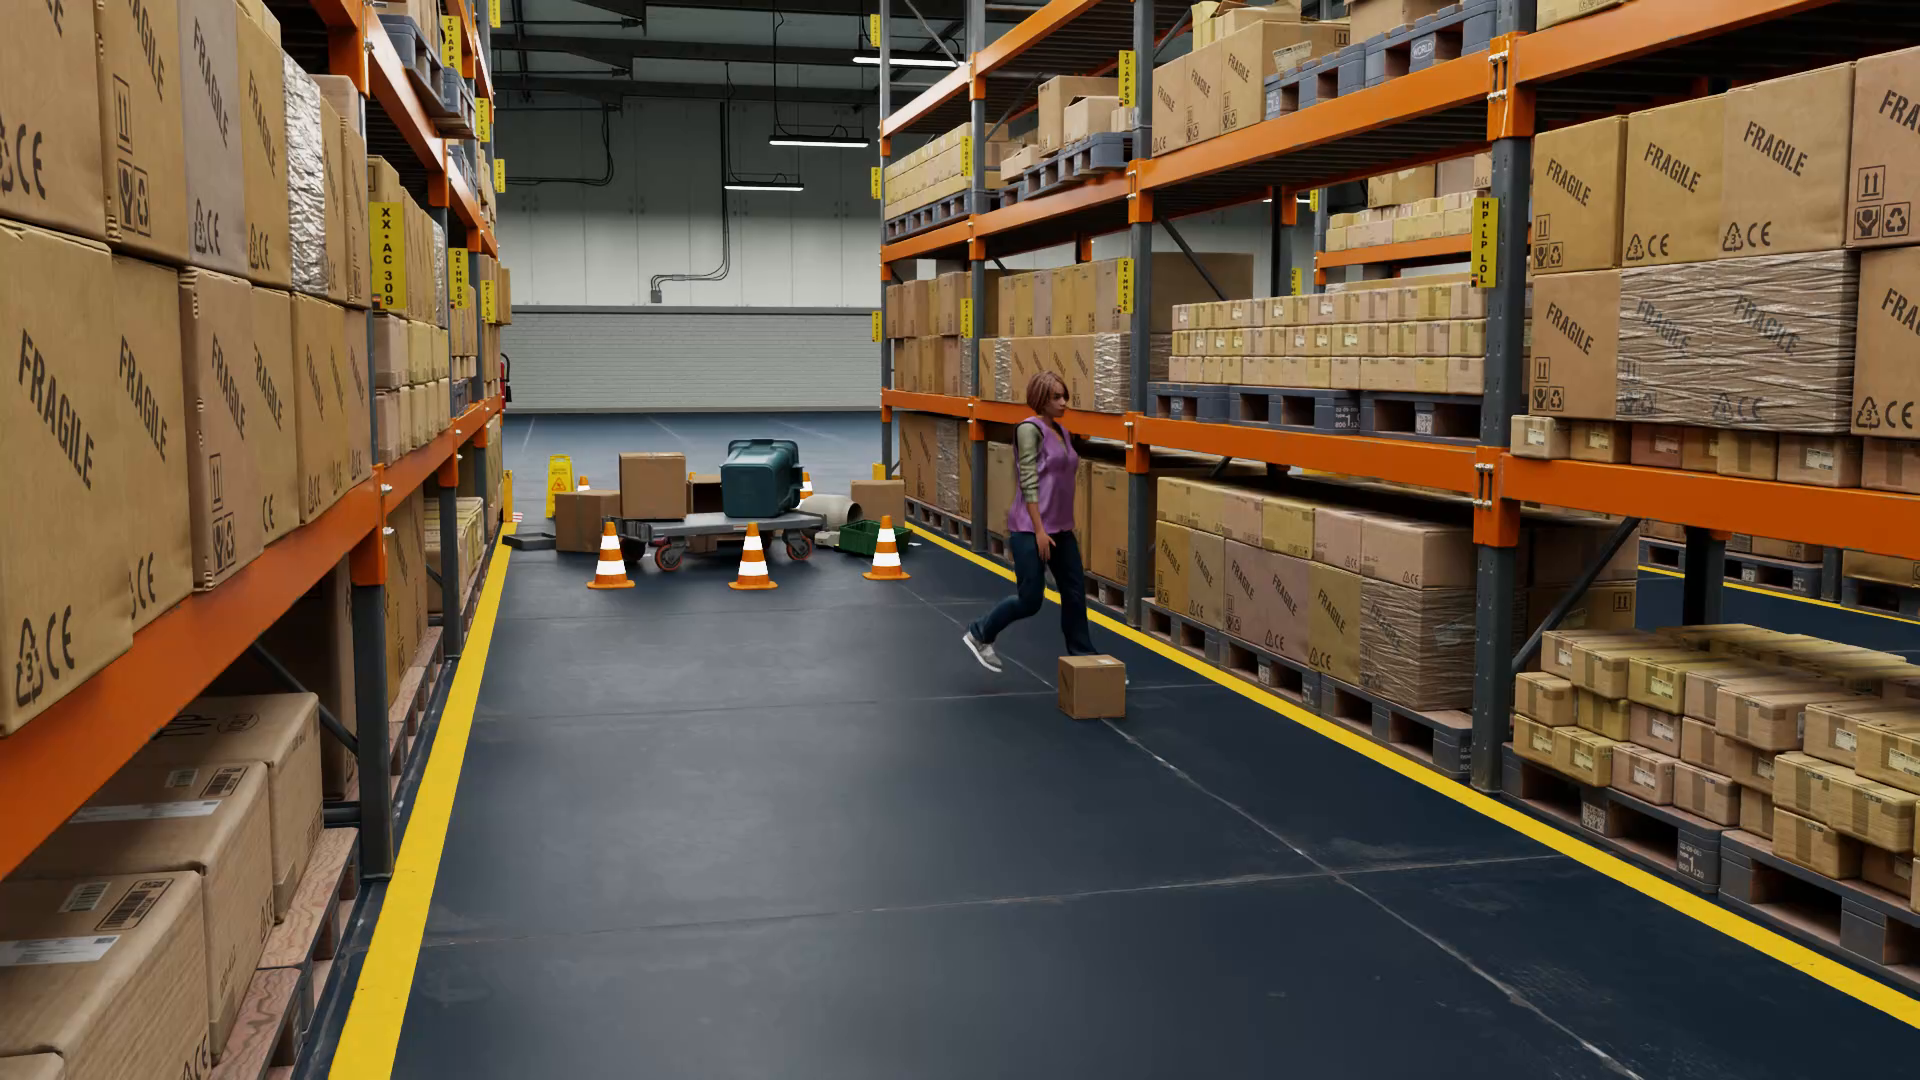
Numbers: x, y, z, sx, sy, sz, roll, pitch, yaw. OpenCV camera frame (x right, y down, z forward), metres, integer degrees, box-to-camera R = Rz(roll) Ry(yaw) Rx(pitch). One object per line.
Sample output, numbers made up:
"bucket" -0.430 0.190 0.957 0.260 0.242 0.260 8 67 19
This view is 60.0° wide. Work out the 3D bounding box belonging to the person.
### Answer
"person" 0.414 -0.048 8.238 0.739 1.573 0.510 5 8 40
